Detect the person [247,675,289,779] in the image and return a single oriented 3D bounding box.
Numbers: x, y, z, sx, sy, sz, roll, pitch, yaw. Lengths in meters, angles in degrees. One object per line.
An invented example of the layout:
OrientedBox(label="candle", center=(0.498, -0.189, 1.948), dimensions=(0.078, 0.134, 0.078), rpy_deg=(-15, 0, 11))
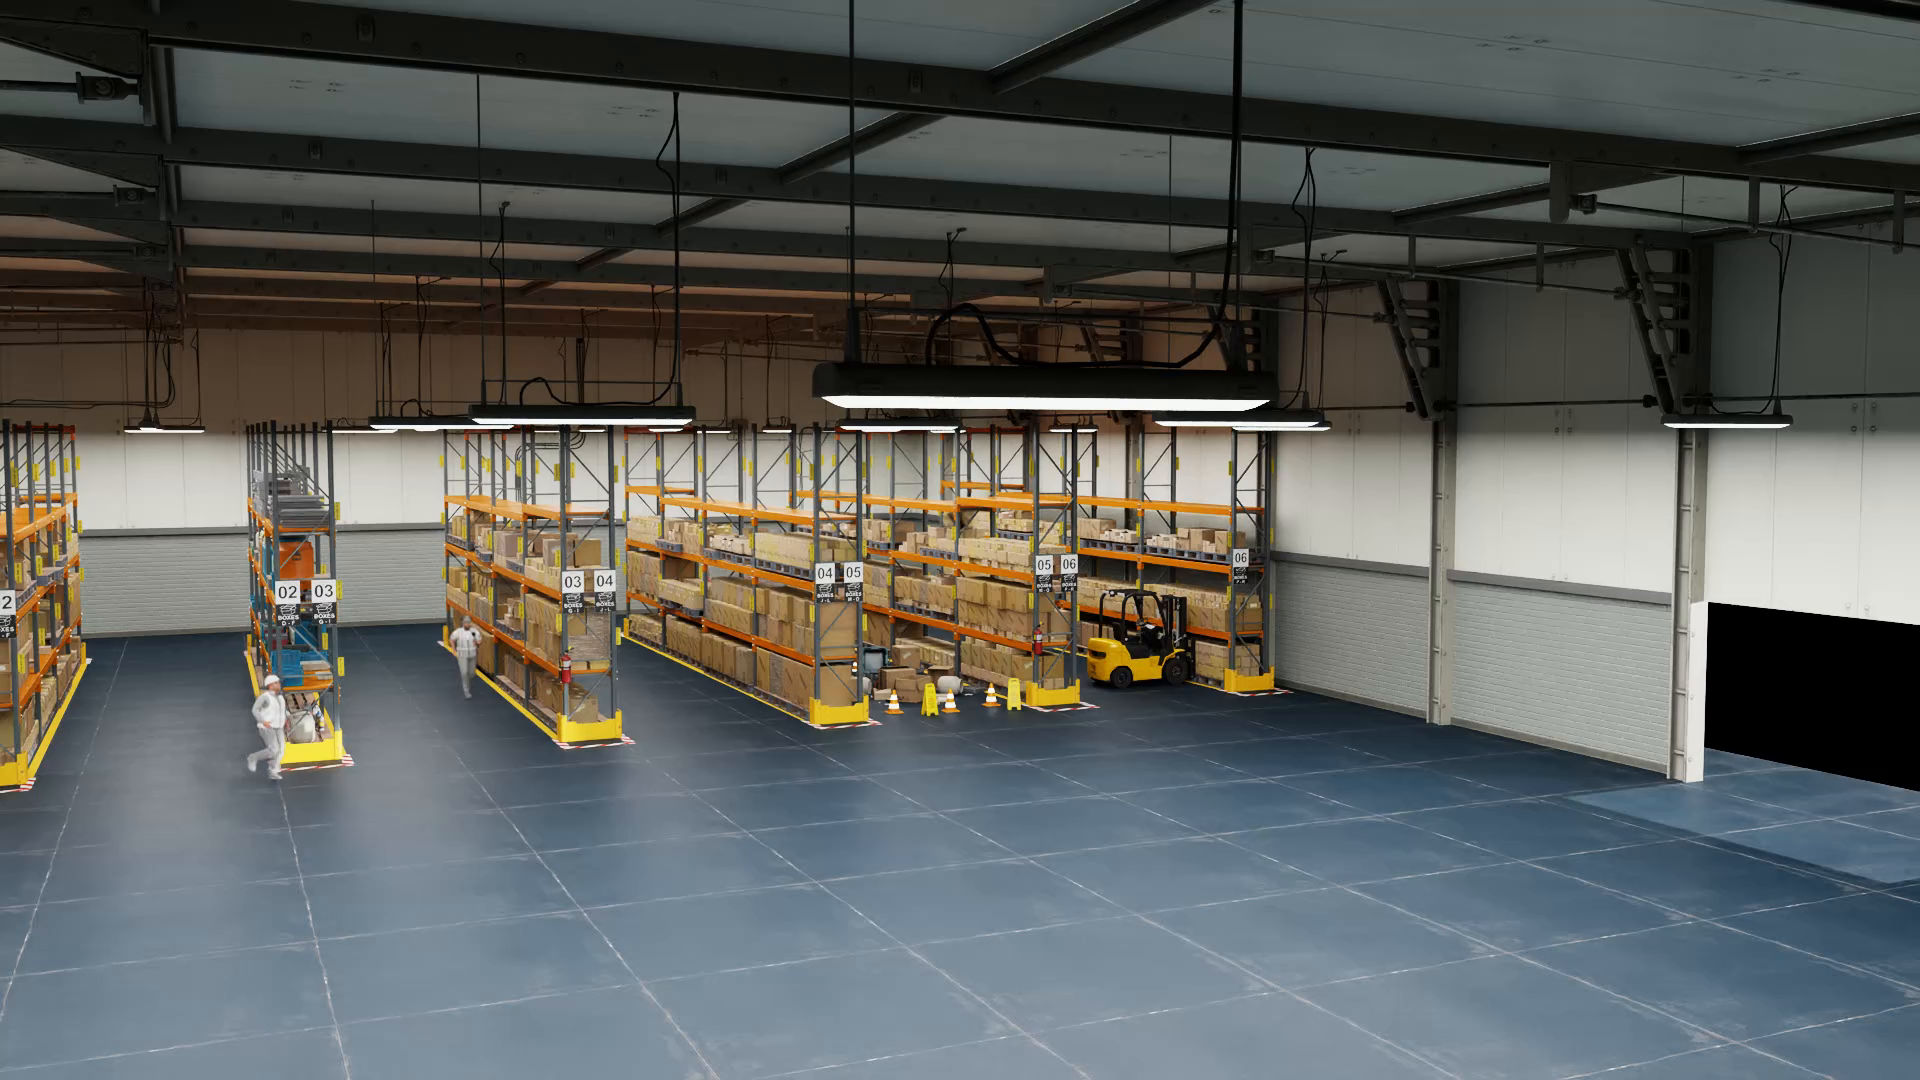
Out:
OrientedBox(label="person", center=(-11.535, 3.125, 27.914), dimensions=(0.674, 1.704, 0.700), rpy_deg=(1, 4, 17))

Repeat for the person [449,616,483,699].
OrientedBox(label="person", center=(-10.809, 2.533, 36.474), dimensions=(0.662, 1.768, 0.989), rpy_deg=(-2, 4, -31))

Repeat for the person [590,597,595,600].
OrientedBox(label="person", center=(-9.822, 2.075, 45.255), dimensions=(0.620, 1.625, 0.802), rpy_deg=(-1, 4, -17))
